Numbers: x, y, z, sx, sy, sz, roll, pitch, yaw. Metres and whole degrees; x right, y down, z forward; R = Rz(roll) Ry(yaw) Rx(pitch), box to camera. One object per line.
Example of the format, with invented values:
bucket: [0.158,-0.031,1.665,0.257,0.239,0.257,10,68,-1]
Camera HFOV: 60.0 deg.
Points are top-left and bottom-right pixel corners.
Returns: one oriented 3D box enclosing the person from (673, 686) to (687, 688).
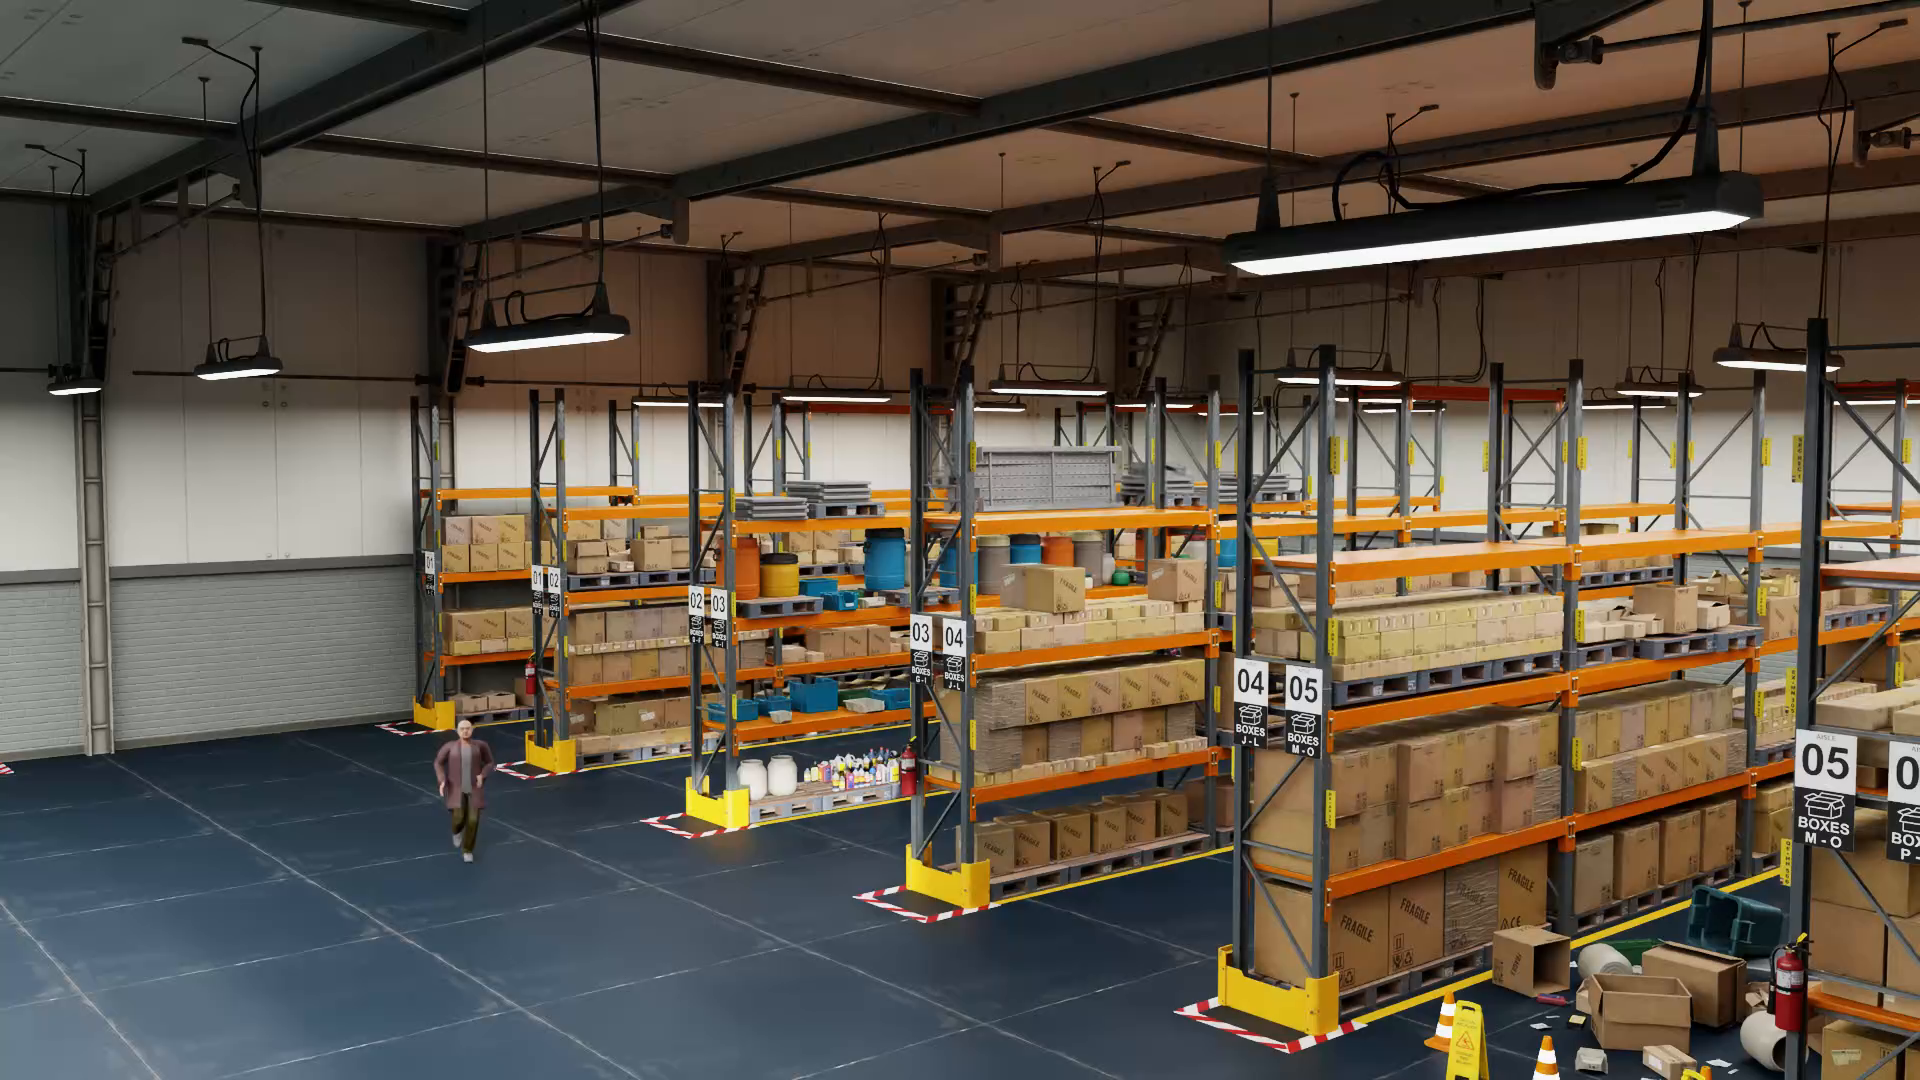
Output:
person: [-4.978,2.589,29.520,0.597,1.655,0.803,3,5,43]

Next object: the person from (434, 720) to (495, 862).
person: [-6.119,3.091,20.573,0.717,1.734,0.635,-1,4,-20]
